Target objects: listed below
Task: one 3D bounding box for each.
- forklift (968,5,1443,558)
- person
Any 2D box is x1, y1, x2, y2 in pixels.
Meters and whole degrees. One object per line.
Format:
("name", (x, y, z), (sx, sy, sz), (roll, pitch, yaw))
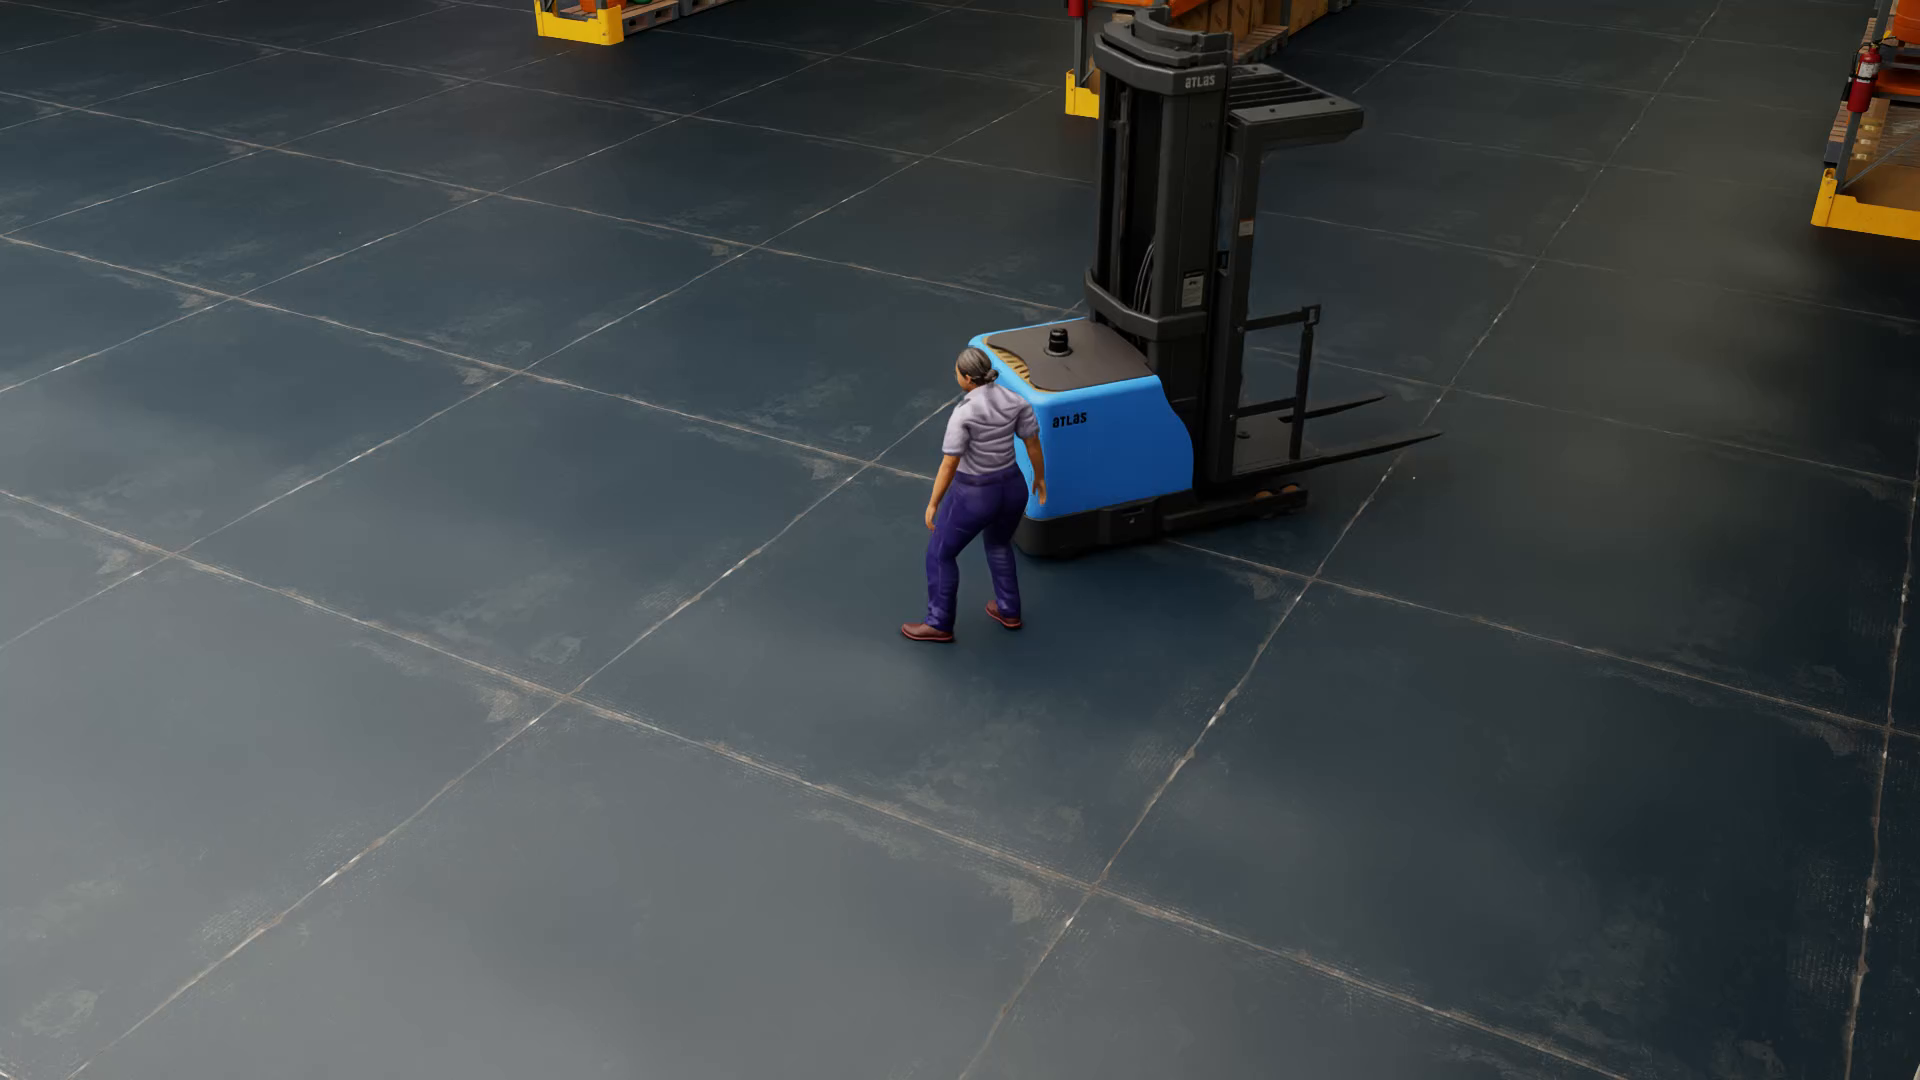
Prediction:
("forklift", (1.602, -1.632, 9.899), (3.031, 2.935, 1.130), (-12, 32, -20))
("person", (0.093, -0.234, 8.798), (0.796, 1.621, 0.374), (-20, 35, -30))
